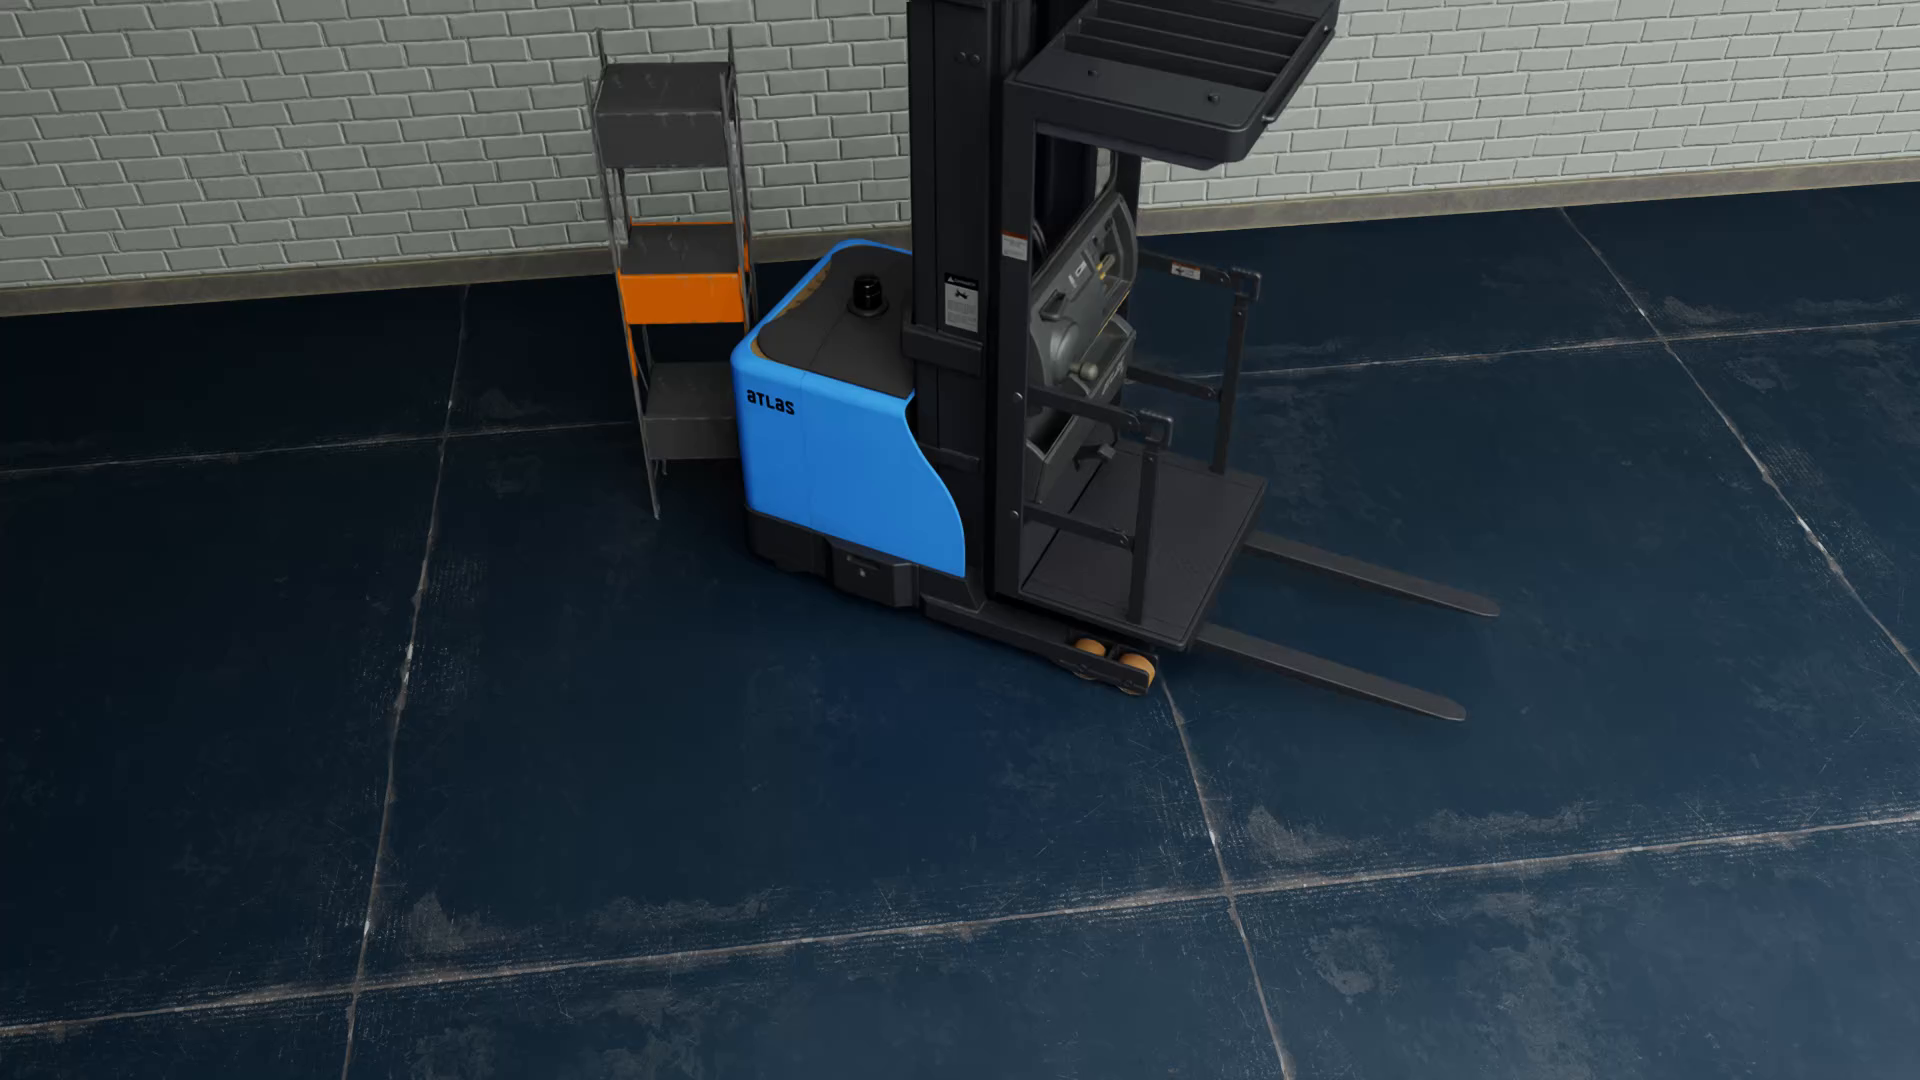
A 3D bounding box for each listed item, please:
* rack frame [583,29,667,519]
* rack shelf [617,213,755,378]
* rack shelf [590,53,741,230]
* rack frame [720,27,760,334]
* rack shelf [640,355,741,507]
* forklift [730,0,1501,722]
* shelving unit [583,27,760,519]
[{"bbox_3d":[-1.349,-1.006,6.798,0.015,2.100,0.400,-1,42,-1],"label":"rack frame"},{"bbox_3d":[-1.105,-1.001,6.813,0.480,0.518,0.431,-1,42,-1],"label":"rack shelf"},{"bbox_3d":[-1.105,-1.521,6.344,0.480,0.518,0.431,-1,42,-1],"label":"rack shelf"},{"bbox_3d":[-0.861,-1.017,6.810,0.015,2.100,0.400,-1,42,-1],"label":"rack frame"},{"bbox_3d":[-1.105,-0.482,7.282,0.480,0.518,0.431,-1,42,-1],"label":"rack shelf"},{"bbox_3d":[0.643,-0.885,6.043,3.031,2.935,1.130,18,45,18],"label":"forklift"},{"bbox_3d":[-1.105,-1.012,6.804,0.503,2.100,0.431,-1,42,-1],"label":"shelving unit"}]
